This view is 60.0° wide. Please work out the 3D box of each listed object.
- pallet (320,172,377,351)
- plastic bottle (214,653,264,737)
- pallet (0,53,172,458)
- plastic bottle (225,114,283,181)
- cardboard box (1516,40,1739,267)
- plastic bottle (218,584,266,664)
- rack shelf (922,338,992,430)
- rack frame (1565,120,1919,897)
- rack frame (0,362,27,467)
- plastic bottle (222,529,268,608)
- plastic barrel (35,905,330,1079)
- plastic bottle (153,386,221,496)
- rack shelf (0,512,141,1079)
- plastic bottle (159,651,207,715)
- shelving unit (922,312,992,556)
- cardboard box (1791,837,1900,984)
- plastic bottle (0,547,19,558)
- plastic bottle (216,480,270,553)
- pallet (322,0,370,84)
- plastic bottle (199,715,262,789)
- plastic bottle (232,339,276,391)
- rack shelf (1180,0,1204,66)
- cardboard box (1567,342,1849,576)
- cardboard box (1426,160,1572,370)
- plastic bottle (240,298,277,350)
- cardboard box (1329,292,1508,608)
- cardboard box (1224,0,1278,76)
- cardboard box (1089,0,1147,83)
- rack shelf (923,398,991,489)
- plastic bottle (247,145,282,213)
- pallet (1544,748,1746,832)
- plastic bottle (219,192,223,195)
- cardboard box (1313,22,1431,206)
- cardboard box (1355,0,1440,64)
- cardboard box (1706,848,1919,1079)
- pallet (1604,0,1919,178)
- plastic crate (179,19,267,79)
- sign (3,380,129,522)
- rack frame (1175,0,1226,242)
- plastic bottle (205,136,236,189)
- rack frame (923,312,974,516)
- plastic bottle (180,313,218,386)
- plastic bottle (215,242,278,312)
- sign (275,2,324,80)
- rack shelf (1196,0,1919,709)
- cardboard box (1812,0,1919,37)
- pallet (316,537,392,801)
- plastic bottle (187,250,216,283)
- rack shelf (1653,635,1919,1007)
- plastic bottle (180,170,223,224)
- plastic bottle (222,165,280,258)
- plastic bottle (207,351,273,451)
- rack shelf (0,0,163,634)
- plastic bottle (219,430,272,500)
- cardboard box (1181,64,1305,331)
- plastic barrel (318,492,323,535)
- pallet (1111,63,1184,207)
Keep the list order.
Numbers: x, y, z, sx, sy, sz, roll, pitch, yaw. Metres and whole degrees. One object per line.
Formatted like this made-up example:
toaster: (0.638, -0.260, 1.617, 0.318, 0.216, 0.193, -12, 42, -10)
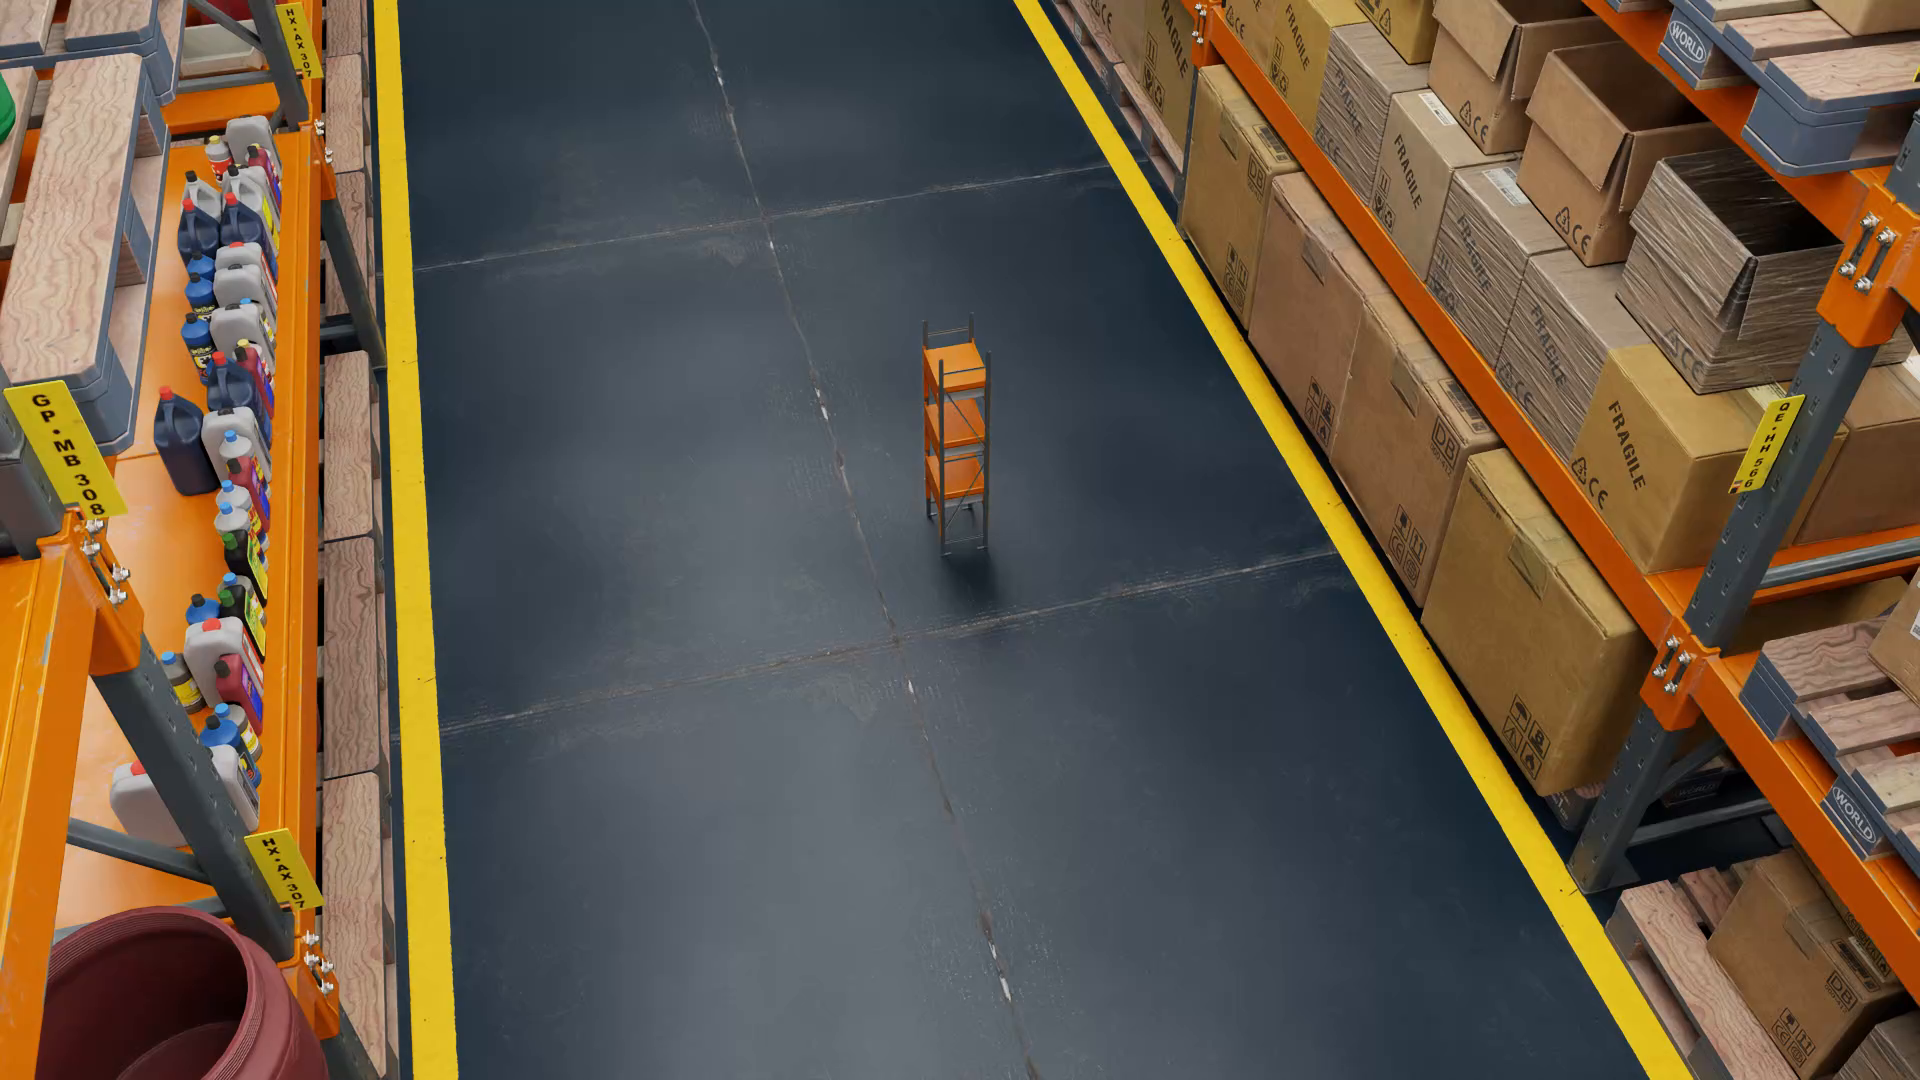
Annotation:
pallet: (-3.403, -1.325, 8.151, 1.003, 0.211, 1.213, -11, 47, -10)
plastic bottle: (-1.992, 0.409, 4.581, 0.061, 0.283, 0.133, -11, 47, -10)
pallet: (-2.255, -0.568, 3.489, 1.003, 0.211, 1.213, -11, 47, -10)
plastic bottle: (-2.764, -1.544, 6.500, 0.152, 0.276, 0.135, -11, 47, -10)
cardboard box: (2.299, -1.288, 5.391, 0.797, 0.503, 0.637, -10, 46, -9)
plastic bottle: (-2.060, 0.224, 4.762, 0.061, 0.283, 0.133, -11, 47, -10)
rack shelf: (-0.014, -0.596, 6.467, 0.215, 0.259, 0.240, -11, 47, -10)
rack frame: (2.634, 0.056, 4.846, 1.000, 3.000, 0.127, -11, 47, -10)
rack frame: (-2.153, -1.138, 1.816, 1.000, 3.000, 0.127, -11, 47, -10)
plastic bottle: (-2.119, 0.065, 4.919, 0.061, 0.283, 0.133, -11, 47, -10)
plastic barrel: (-1.742, 1.179, 3.650, 0.600, 0.536, 0.708, -11, 47, -10)
plastic bottle: (-2.456, -0.327, 5.255, 0.144, 0.351, 0.185, -11, 47, -10)
rack shelf: (-1.641, 1.544, 1.791, 1.077, 0.370, 4.000, -11, 47, -10)
plastic bottle: (-2.186, 0.390, 4.658, 0.097, 0.201, 0.097, 0, 46, 0)
shelving unit: (-0.014, -0.404, 6.662, 0.215, 1.050, 0.252, -11, 47, -10)
cardboard box: (2.835, 0.972, 4.865, 0.500, 0.250, 0.500, -9, 46, -9)
plastic bottle: (-2.962, -0.129, 5.061, 0.144, 0.351, 0.185, -11, 47, -10)
plastic bottle: (-2.192, -0.074, 5.063, 0.097, 0.271, 0.097, 0, 46, 0)
pallet: (-4.028, -3.009, 9.802, 1.003, 0.211, 1.213, -11, 47, -10)
plastic bottle: (-1.955, 0.564, 4.438, 0.097, 0.271, 0.097, 0, 46, 0)
plastic bottle: (-2.391, -0.589, 5.617, 0.097, 0.201, 0.097, 0, 46, 0)
rack shelf: (1.098, -3.835, 9.162, 1.077, 0.370, 4.000, -11, 47, -10)
cardboard box: (2.269, -0.274, 5.099, 0.500, 0.500, 0.500, -9, 46, -9)
cardboard box: (2.011, -0.978, 5.789, 0.500, 0.500, 0.500, -12, 47, -12)
plastic bottle: (-2.451, -0.749, 5.774, 0.097, 0.201, 0.097, 0, 46, 0)
cardboard box: (2.257, -0.444, 6.530, 1.225, 0.875, 0.875, -11, 47, -10)
cardboard box: (1.487, -2.377, 7.160, 0.500, 0.500, 0.500, -11, 47, -10)
cardboard box: (1.288, -3.201, 9.231, 0.875, 0.875, 0.875, -11, 47, -10)
rack shelf: (-0.014, -0.397, 6.670, 0.215, 0.259, 0.240, -11, 47, -10)
plastic bottle: (-2.661, -1.395, 6.349, 0.061, 0.283, 0.133, -11, 47, -10)
pallet: (2.505, 0.474, 6.388, 1.003, 0.211, 1.213, -11, 47, -10)
plastic bottle: (-2.786, -1.230, 6.245, 0.097, 0.201, 0.097, 0, 46, 0)
cardboard box: (1.744, -1.685, 6.482, 0.500, 0.500, 0.500, -12, 47, -11)
cardboard box: (1.946, -2.176, 6.261, 0.797, 0.503, 0.637, -10, 46, -10)
cardboard box: (2.825, 1.236, 5.132, 0.700, 0.500, 0.500, -13, 47, -12)
pallet: (2.418, -1.363, 4.268, 1.213, 0.211, 1.003, -9, 46, -8)
plastic crate: (-3.158, -2.076, 7.078, 0.396, 0.136, 0.243, -11, 47, -10)
sign: (-1.623, -0.157, 3.028, 0.100, 0.325, 0.005, -11, 47, -10)
rack frame: (1.610, -2.706, 7.552, 1.000, 3.000, 0.127, -11, 47, -10)
plastic bottle: (-2.880, -1.482, 6.492, 0.097, 0.201, 0.097, 0, 46, 0)
rack frame: (-0.045, -0.489, 6.745, 0.200, 1.050, 0.008, -11, 47, -10)
plastic bottle: (-2.563, -0.653, 5.630, 0.097, 0.271, 0.097, 0, 46, 0)
plastic bottle: (-2.541, -0.943, 5.912, 0.152, 0.276, 0.135, -11, 47, -10)
sign: (-2.645, -1.996, 6.663, 0.100, 0.325, 0.005, -11, 47, -10)
rack shelf: (2.122, -1.073, 6.456, 1.077, 0.370, 4.000, -11, 47, -10)
cardboard box: (2.409, -1.585, 3.987, 0.797, 0.503, 0.637, -8, 46, -8)
pallet: (-2.704, 0.560, 6.304, 1.003, 0.211, 1.213, -11, 47, -10)
plastic bottle: (-2.657, -0.906, 5.878, 0.097, 0.271, 0.097, 0, 46, 0)
rack shelf: (3.146, 1.689, 3.749, 1.077, 0.370, 4.000, -11, 47, -10)
plastic bottle: (-2.765, -1.182, 6.093, 0.144, 0.351, 0.185, -11, 47, -10)
plastic bottle: (-2.626, -1.208, 6.119, 0.144, 0.351, 0.185, -11, 47, -10)
plastic bottle: (-2.344, -0.447, 5.374, 0.144, 0.351, 0.185, -11, 47, -10)
rack shelf: (-2.665, -1.217, 4.497, 1.077, 0.370, 4.000, -11, 47, -10)
plastic bottle: (-2.251, -0.234, 5.220, 0.097, 0.271, 0.097, 0, 46, 0)
cardboard box: (1.794, -1.671, 7.731, 1.225, 0.875, 0.875, -11, 47, -10)
plastic barrel: (-2.873, -0.345, 6.414, 0.600, 0.901, 0.708, -11, 47, -10)
pallet: (1.491, -2.269, 9.077, 1.003, 0.211, 1.213, -11, 47, -10)
